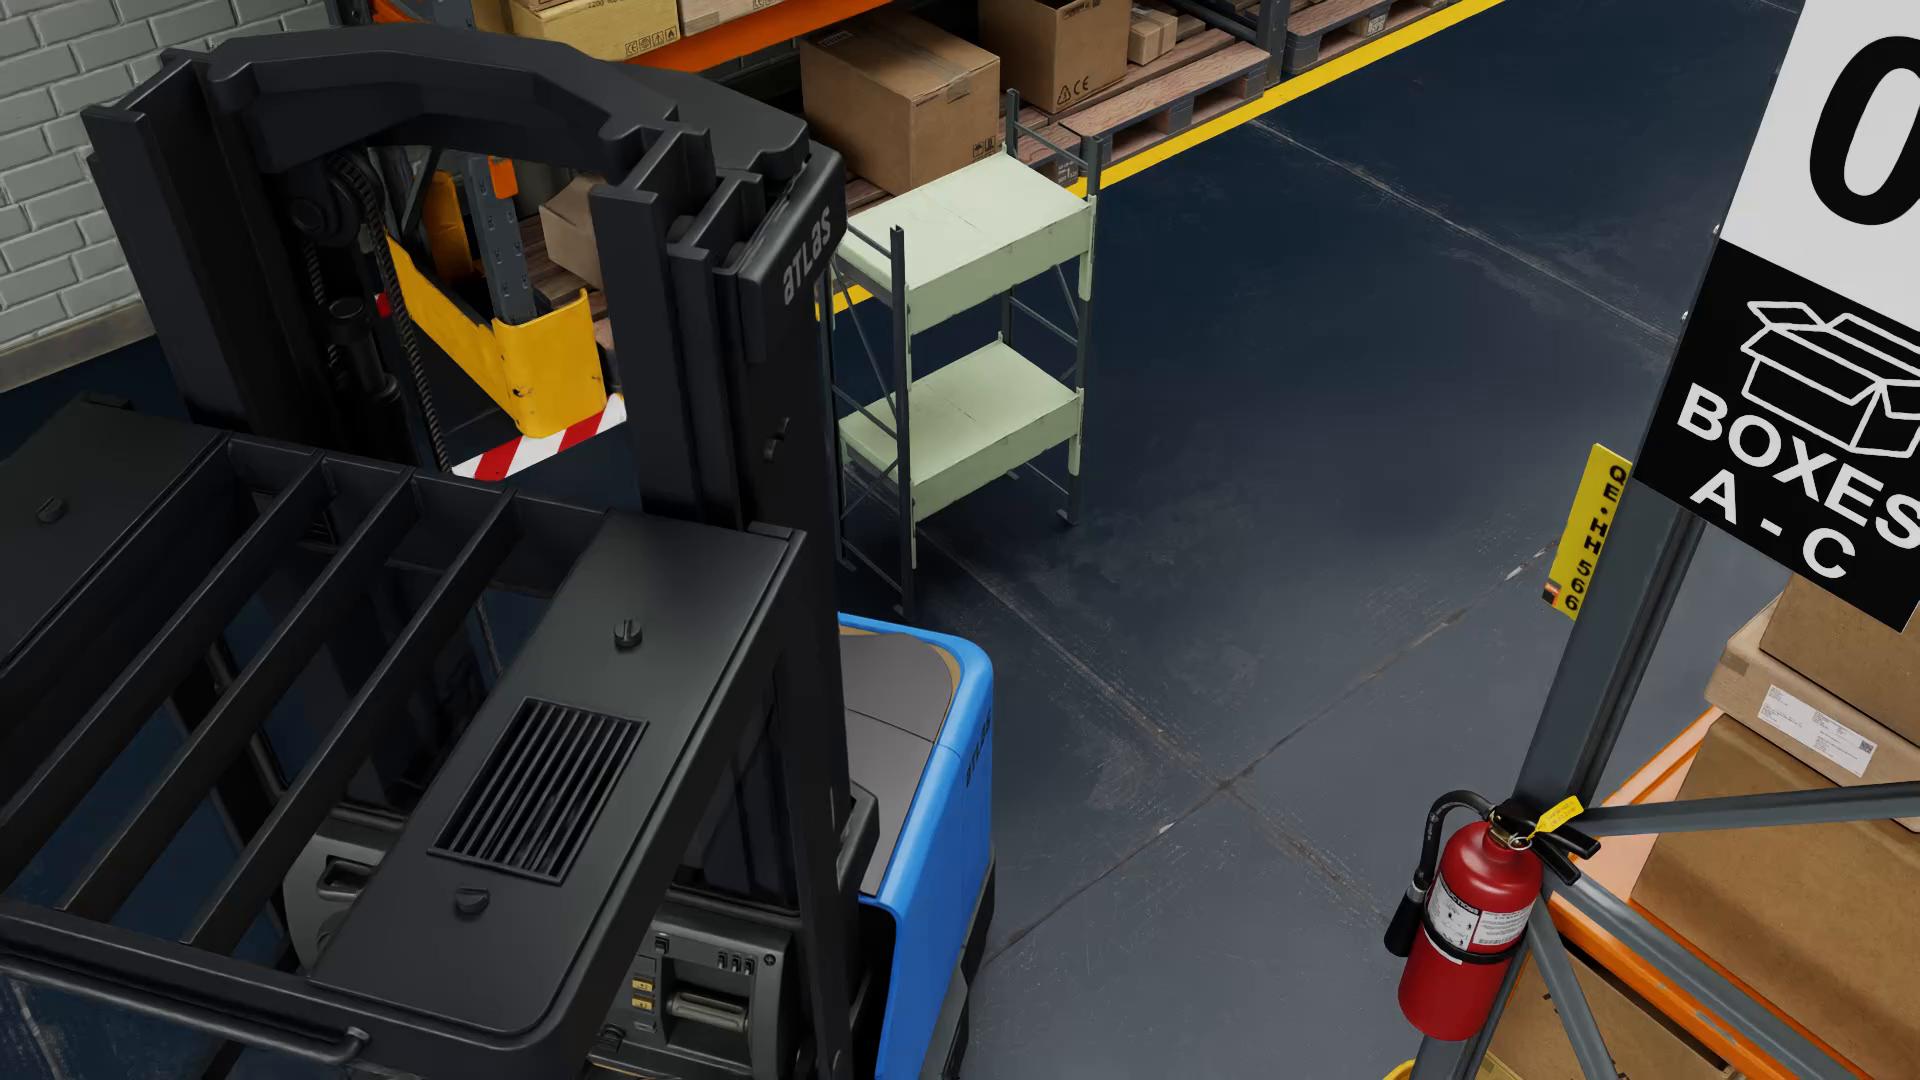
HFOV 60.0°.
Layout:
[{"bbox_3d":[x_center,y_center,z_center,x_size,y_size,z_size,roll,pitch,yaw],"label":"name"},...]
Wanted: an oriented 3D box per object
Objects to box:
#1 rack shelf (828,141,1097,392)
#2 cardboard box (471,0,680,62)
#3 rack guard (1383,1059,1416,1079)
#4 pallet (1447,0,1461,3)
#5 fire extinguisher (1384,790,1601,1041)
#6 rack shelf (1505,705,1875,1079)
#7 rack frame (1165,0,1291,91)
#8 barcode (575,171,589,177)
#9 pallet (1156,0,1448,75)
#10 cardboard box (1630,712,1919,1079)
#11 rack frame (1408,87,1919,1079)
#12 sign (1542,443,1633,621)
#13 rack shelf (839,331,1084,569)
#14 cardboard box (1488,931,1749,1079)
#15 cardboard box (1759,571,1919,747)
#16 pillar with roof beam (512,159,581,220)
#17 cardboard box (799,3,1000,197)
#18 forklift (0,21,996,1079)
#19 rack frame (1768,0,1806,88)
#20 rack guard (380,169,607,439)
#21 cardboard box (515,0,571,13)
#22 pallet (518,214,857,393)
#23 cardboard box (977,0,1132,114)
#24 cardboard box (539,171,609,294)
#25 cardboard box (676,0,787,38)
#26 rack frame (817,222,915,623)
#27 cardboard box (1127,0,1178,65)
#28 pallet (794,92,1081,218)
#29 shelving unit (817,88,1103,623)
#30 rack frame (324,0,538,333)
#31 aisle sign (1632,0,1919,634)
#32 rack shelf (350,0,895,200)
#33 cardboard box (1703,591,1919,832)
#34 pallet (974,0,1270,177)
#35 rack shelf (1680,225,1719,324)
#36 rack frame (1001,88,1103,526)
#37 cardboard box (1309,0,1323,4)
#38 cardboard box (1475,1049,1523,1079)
[{"bbox_3d":[-0.005,-0.828,4.966,0.720,0.370,0.431,-30,51,-28],"label":"rack shelf"},{"bbox_3d":[-1.296,-1.799,5.569,0.500,0.250,0.500,-31,51,-29],"label":"cardboard box"},{"bbox_3d":[1.289,1.722,3.551,0.348,0.500,1.175,-30,51,-28],"label":"rack guard"},{"bbox_3d":[2.727,-3.421,9.238,1.213,0.211,1.003,-30,51,-28],"label":"pallet"},{"bbox_3d":[0.918,0.637,2.937,0.183,0.674,0.296,-30,51,-28],"label":"fire extinguisher"},{"bbox_3d":[2.841,0.184,3.888,4.000,0.370,1.077,-30,51,-28],"label":"rack shelf"},{"bbox_3d":[1.194,-3.556,7.345,0.127,3.000,1.000,-30,51,-28],"label":"rack frame"},{"bbox_3d":[-1.528,-1.457,6.746,0.075,0.075,0.001,-30,51,-28],"label":"barcode"},{"bbox_3d":[1.790,-2.882,8.665,1.213,0.211,1.003,-30,51,-28],"label":"pallet"},{"bbox_3d":[1.673,0.566,2.883,0.500,0.500,0.700,-30,51,-28],"label":"cardboard box"},{"bbox_3d":[1.307,0.801,2.706,0.127,3.000,1.000,-30,51,-28],"label":"rack frame"},{"bbox_3d":[0.969,0.001,2.539,0.005,0.325,0.100,-30,51,-28],"label":"sign"},{"bbox_3d":[-0.005,-0.306,5.457,0.720,0.370,0.431,-30,51,-28],"label":"rack shelf"},{"bbox_3d":[1.527,0.985,3.664,0.500,0.500,0.500,-30,51,-28],"label":"cardboard box"},{"bbox_3d":[1.714,0.070,2.464,0.500,0.500,0.700,-30,51,-28],"label":"cardboard box"},{"bbox_3d":[0.870,-2.487,1.825,0.400,9.000,9.100,-30,51,-28],"label":"pillar with roof beam"},{"bbox_3d":[-0.254,-1.851,7.034,0.500,0.500,0.700,-33,52,-30],"label":"cardboard box"},{"bbox_3d":[-0.798,0.838,2.716,1.130,2.935,3.031,11,44,11],"label":"forklift"},{"bbox_3d":[1.307,-1.386,0.653,0.127,3.000,1.000,-30,51,-28],"label":"rack frame"},{"bbox_3d":[-1.816,-0.921,6.366,0.348,0.500,1.175,-30,51,-28],"label":"rack guard"},{"bbox_3d":[-1.315,-2.077,5.317,0.500,0.500,0.500,-30,51,-28],"label":"cardboard box"},{"bbox_3d":[-1.170,-1.154,6.825,1.213,0.211,1.003,-30,51,-28],"label":"pallet"},{"bbox_3d":[0.424,-2.328,7.542,0.500,0.500,0.500,-34,53,-31],"label":"cardboard box"},{"bbox_3d":[-1.286,-1.236,6.517,0.500,0.311,0.500,33,52,30],"label":"cardboard box"},{"bbox_3d":[-0.907,-2.035,5.820,0.500,0.250,0.500,-31,52,-29],"label":"cardboard box"},{"bbox_3d":[-0.286,-0.383,5.062,0.023,1.500,0.400,-30,51,-28],"label":"rack frame"},{"bbox_3d":[0.803,-2.433,7.897,0.380,0.166,0.250,32,52,30],"label":"cardboard box"},{"bbox_3d":[-0.235,-1.687,7.392,1.213,0.211,1.003,-30,51,-28],"label":"pallet"},{"bbox_3d":[-0.005,-0.544,5.233,0.755,1.500,0.431,-30,51,-28],"label":"shelving unit"},{"bbox_3d":[-1.874,-1.799,5.474,0.127,3.000,1.000,-30,51,-28],"label":"rack frame"},{"bbox_3d":[1.068,-0.272,1.950,0.004,0.787,0.394,-30,51,-28],"label":"aisle sign"},{"bbox_3d":[-0.340,-2.415,6.656,4.000,0.370,1.077,-30,51,-28],"label":"rack shelf"},{"bbox_3d":[1.478,0.260,2.735,0.250,0.149,0.380,-31,51,-28],"label":"cardboard box"},{"bbox_3d":[0.702,-2.226,7.966,1.213,0.211,1.003,-30,51,-28],"label":"pallet"},{"bbox_3d":[2.841,-0.909,2.861,4.000,0.370,1.077,-30,51,-28],"label":"rack shelf"},{"bbox_3d":[0.276,-0.705,5.405,0.023,1.500,0.400,-30,51,-28],"label":"rack frame"},{"bbox_3d":[1.748,-3.137,8.404,0.500,0.500,0.700,-28,50,-27],"label":"cardboard box"},{"bbox_3d":[1.529,1.259,3.920,0.500,0.250,0.500,-30,51,-28],"label":"cardboard box"}]
